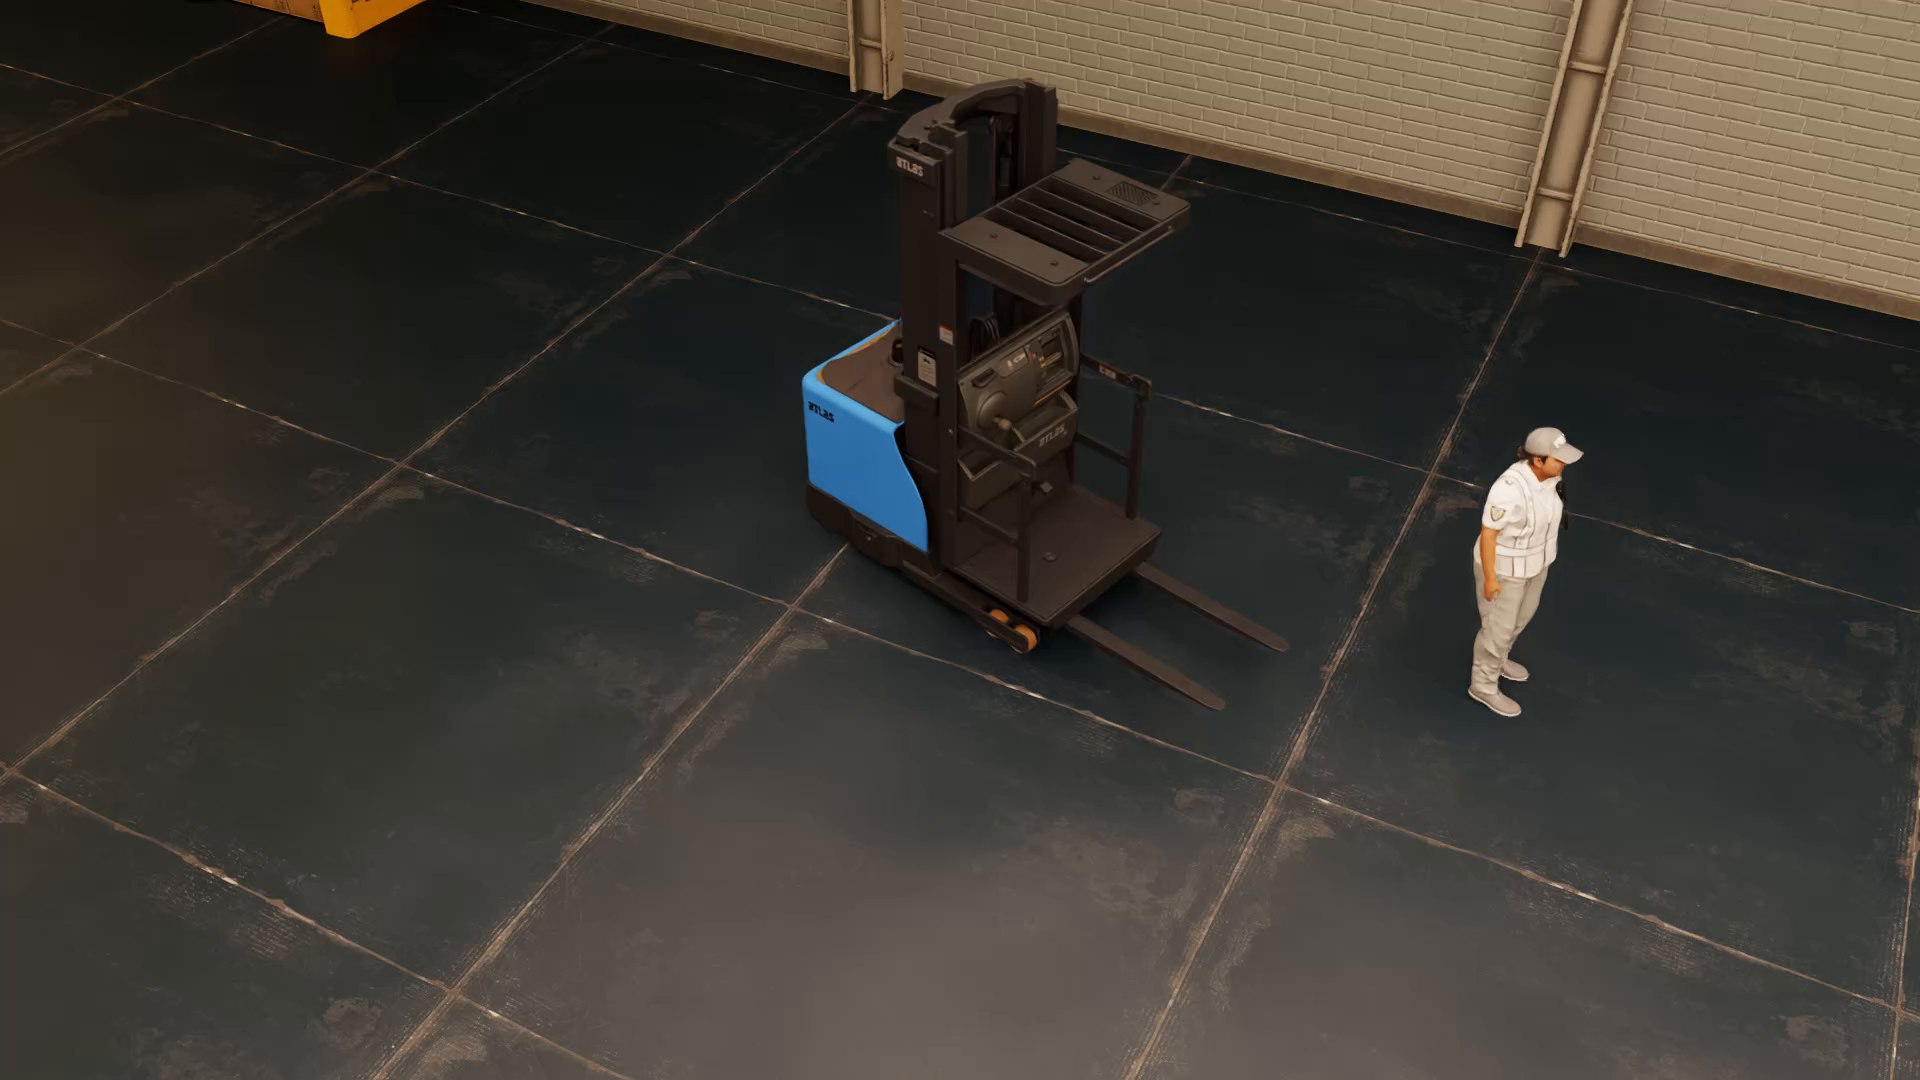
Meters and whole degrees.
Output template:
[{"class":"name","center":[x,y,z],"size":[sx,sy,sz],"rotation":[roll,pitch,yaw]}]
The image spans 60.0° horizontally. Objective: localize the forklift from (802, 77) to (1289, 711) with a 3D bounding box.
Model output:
[{"class":"forklift","center":[0.483,-0.857,9.004],"size":[3.031,2.935,1.130],"rotation":[30,49,31]}]

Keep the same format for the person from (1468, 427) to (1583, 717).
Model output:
[{"class":"person","center":[2.993,0.149,8.798],"size":[0.578,1.675,0.526],"rotation":[-28,48,-29]}]
